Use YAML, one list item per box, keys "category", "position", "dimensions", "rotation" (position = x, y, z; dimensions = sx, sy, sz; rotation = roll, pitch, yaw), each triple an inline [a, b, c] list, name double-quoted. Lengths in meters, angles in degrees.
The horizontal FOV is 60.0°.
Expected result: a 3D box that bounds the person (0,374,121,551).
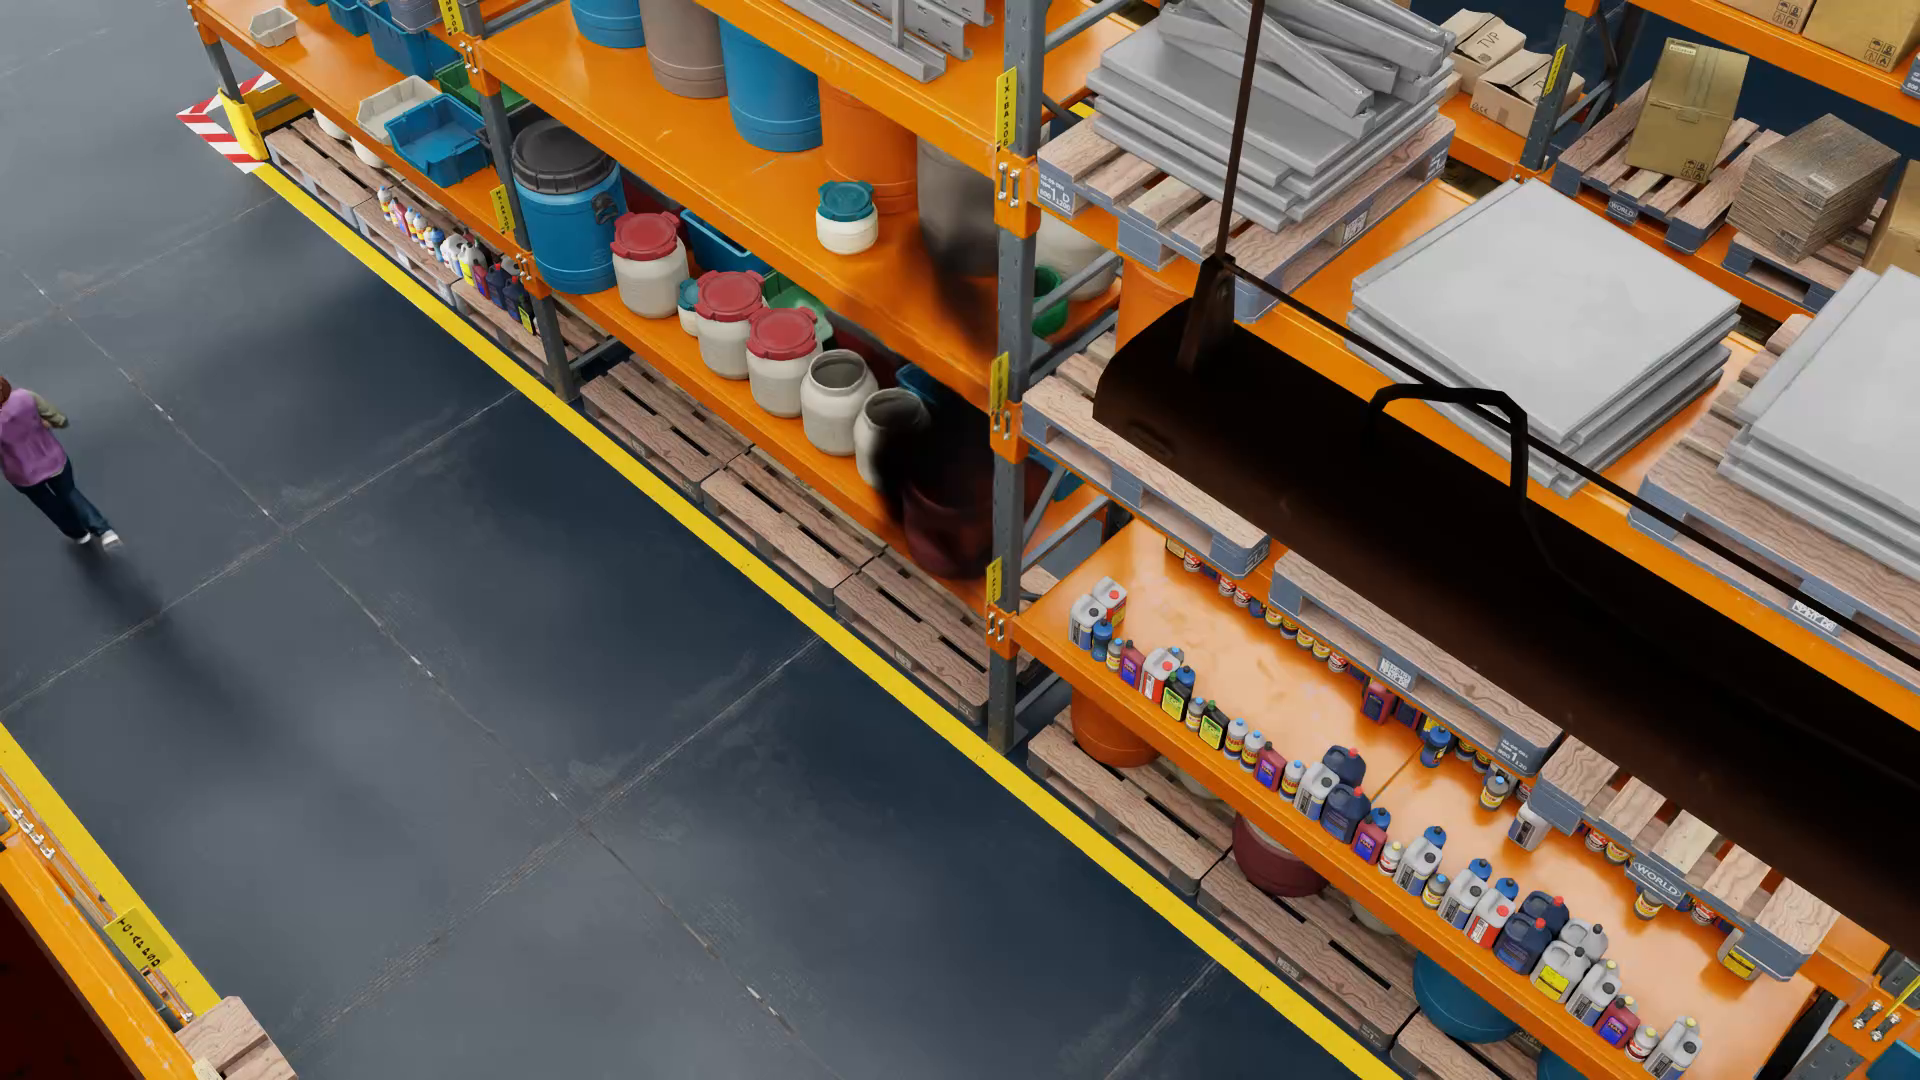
- category: "person"
  position: [-5.380, -0.402, 9.727]
  dimensions: [0.730, 1.574, 0.548]
  rotation: [35, 58, 25]
